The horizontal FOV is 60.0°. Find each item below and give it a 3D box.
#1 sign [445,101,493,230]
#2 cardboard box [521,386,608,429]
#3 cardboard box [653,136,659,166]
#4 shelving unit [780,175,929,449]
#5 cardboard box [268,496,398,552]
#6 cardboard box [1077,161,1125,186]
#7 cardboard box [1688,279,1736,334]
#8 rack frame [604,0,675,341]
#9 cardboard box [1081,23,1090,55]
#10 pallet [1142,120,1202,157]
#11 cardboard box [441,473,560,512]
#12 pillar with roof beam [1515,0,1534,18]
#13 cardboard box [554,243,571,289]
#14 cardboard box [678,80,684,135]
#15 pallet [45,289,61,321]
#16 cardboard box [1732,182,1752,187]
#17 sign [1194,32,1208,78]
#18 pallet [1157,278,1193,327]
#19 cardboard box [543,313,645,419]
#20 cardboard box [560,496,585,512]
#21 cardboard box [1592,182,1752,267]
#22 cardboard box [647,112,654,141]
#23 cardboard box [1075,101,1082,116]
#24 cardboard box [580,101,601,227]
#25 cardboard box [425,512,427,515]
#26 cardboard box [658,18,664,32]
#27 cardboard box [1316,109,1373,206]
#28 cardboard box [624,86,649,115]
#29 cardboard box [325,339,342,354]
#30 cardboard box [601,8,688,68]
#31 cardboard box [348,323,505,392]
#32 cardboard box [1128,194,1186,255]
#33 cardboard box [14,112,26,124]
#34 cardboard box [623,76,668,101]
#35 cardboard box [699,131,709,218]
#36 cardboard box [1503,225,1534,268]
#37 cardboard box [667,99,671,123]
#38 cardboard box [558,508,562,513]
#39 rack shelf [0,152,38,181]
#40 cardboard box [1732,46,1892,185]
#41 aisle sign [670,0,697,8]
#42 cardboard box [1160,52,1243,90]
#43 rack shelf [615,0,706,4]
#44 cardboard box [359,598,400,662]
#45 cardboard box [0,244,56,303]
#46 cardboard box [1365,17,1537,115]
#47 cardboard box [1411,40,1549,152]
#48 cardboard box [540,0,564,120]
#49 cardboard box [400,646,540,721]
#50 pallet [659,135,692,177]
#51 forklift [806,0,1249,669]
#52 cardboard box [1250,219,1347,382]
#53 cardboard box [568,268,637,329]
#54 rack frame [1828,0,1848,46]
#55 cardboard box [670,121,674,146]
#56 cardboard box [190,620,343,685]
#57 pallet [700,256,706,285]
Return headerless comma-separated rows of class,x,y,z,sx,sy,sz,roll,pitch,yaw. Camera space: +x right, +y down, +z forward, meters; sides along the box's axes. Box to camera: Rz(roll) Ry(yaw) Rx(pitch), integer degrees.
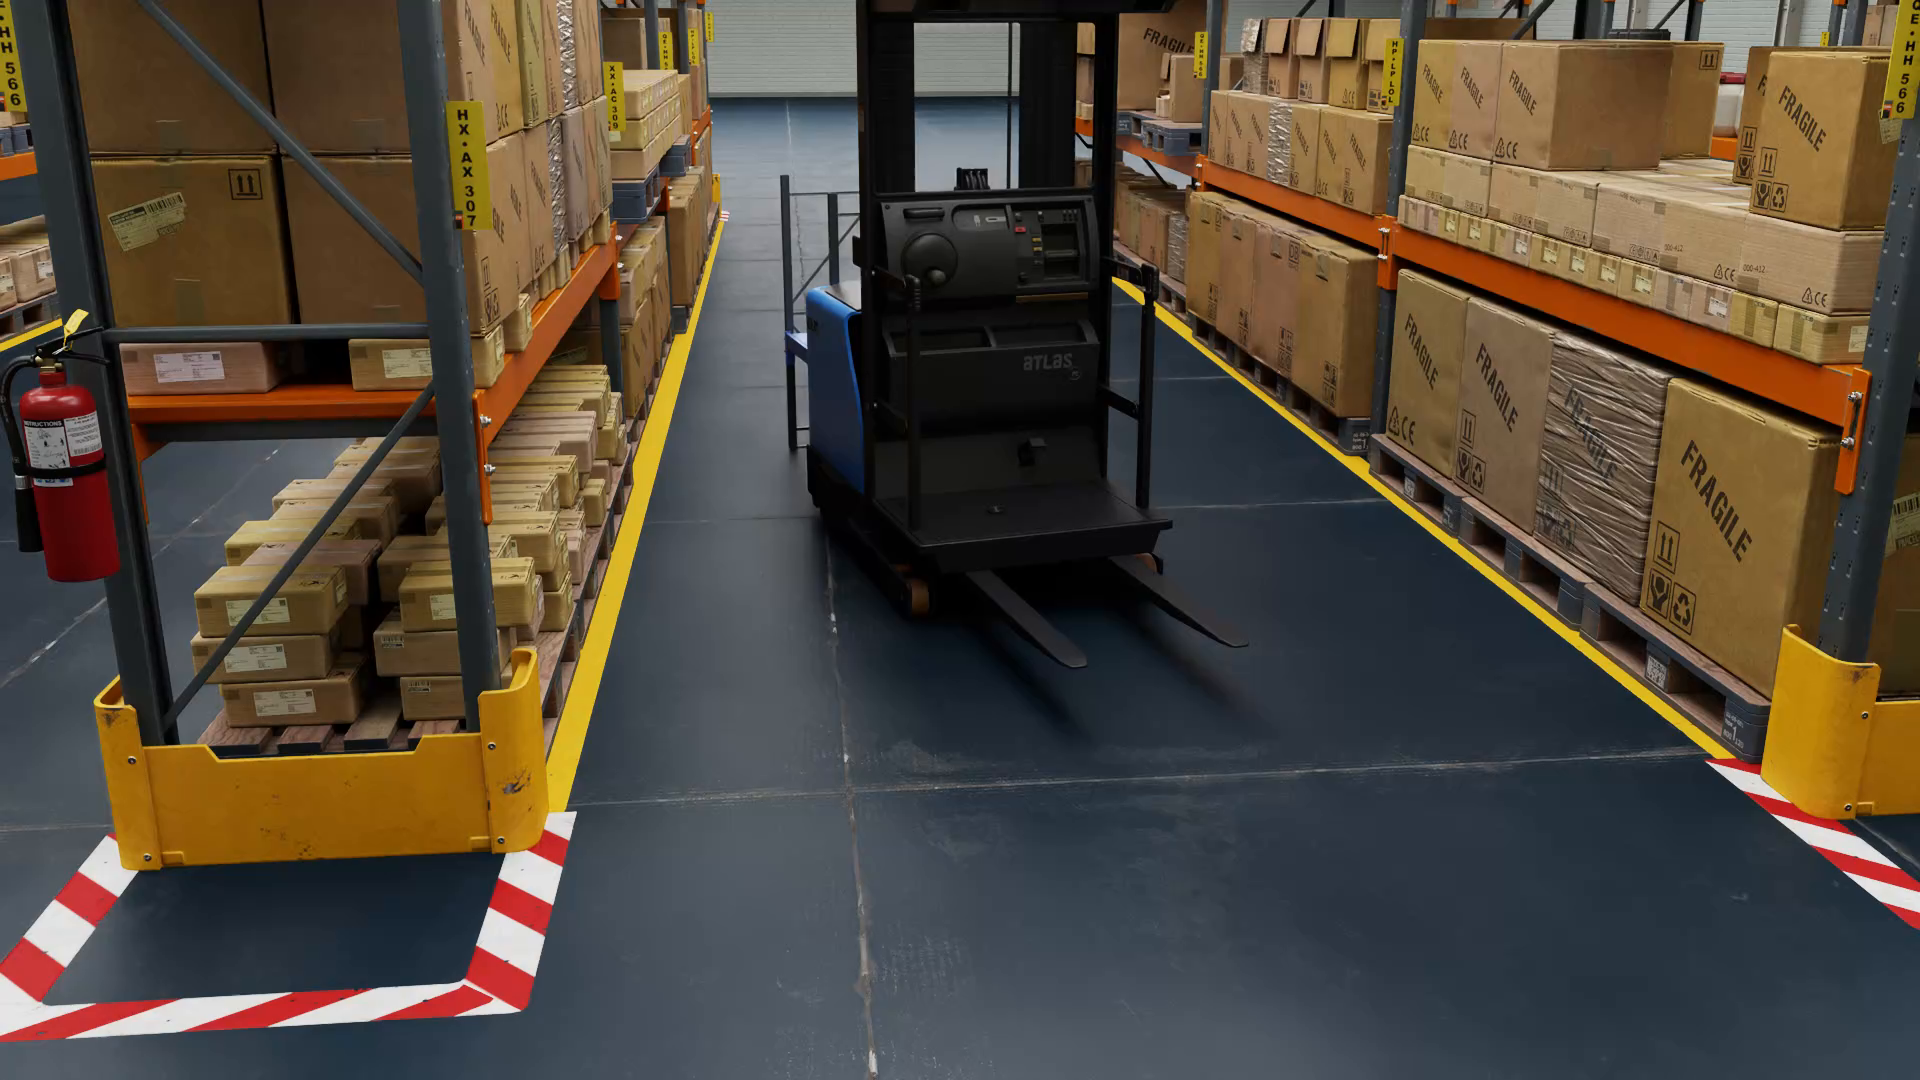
sign,-1.277,-0.971,4.316,0.100,0.325,0.005,-2,18,-6
cardboard box,-1.835,-0.610,7.677,0.380,0.149,0.250,-2,18,-6
cardboard box,-1.893,-2.177,9.320,0.380,0.149,0.250,-2,18,-5
shelving unit,-0.557,-1.111,8.713,0.538,1.500,1.048,-6,18,-18
cardboard box,-2.209,-0.044,5.874,0.380,0.149,0.250,-2,18,-8
cardboard box,1.621,-4.075,19.122,0.500,0.500,0.500,3,18,9
cardboard box,2.710,-0.793,5.613,0.380,0.149,0.250,-2,18,-6
rack frame,-2.642,-2.924,11.984,1.000,3.000,0.127,-2,18,-6
cardboard box,1.517,-5.180,16.837,0.500,0.500,0.500,-2,18,-6
pallet,2.123,-3.165,13.071,1.213,0.211,1.003,-2,18,-6
cardboard box,-1.706,-0.143,6.191,0.380,0.149,0.250,-1,17,-3
pillar with roof beam,10.433,-15.588,42.305,9.100,9.000,0.400,-2,18,-6
cardboard box,-1.734,-1.071,6.501,0.380,0.149,0.250,-1,17,-5
cardboard box,-2.575,-3.564,13.856,0.500,0.500,0.500,-2,18,-6
pallet,-7.757,-2.006,13.716,1.003,0.211,1.213,-2,18,-6
cardboard box,3.238,-1.190,6.214,0.500,0.250,0.500,-2,18,-7
sign,1.764,-3.543,12.152,0.100,0.325,0.005,-2,18,-6
pallet,2.223,-1.950,13.536,1.003,0.211,1.213,-2,18,-6
cardboard box,-2.041,-0.969,9.227,0.500,0.500,0.500,-1,17,-3
cardboard box,-1.783,-0.078,6.977,0.380,0.149,0.250,-1,17,-5
cardboard box,2.709,-1.173,6.160,0.500,0.250,0.500,-2,18,-8
cardboard box,-1.868,-2.241,9.028,0.380,0.149,0.250,-1,17,-4
cardboard box,1.435,-4.622,17.810,0.380,0.149,0.250,-2,18,-6
cardboard box,-1.846,-1.632,7.204,0.500,0.500,0.500,-2,18,-7
cardboard box,-2.340,-0.138,6.671,0.380,0.149,0.250,-2,18,-5
cardboard box,-2.890,-4.189,14.177,0.700,0.500,0.500,-2,18,-5
cardboard box,2.351,-2.182,9.452,0.500,0.500,0.500,-1,17,-4
cardboard box,-1.847,-2.311,8.757,0.380,0.149,0.250,-1,17,-4
cardboard box,-2.160,-0.659,5.187,0.380,0.149,0.250,-2,18,-6
cardboard box,-3.058,-4.814,15.949,0.875,0.550,0.550,-2,18,-6
cardboard box,-1.524,-0.528,4.769,0.380,0.149,0.250,-2,18,-6
cardboard box,1.962,-2.930,15.441,0.700,0.500,0.500,-2,18,-6
cardboard box,-7.560,-3.328,12.987,0.380,0.149,0.250,-1,17,-3
cardboard box,-2.004,-2.771,10.222,0.380,0.149,0.250,-1,17,-3
cardboard box,-3.238,-4.032,18.359,0.875,0.875,0.875,-2,18,-7
cardboard box,2.549,-1.251,7.074,0.380,0.149,0.250,-2,17,-5
cardboard box,-2.030,-2.707,10.514,0.380,0.149,0.250,-2,18,-6
cardboard box,-1.828,-0.157,6.730,0.380,0.149,0.250,-1,17,-3
rack shelf,-7.761,-2.994,13.407,1.077,0.370,4.000,-2,18,-6
cardboard box,3.236,-1.547,6.097,0.500,0.500,0.500,-2,18,-7
aisle sign,-3.176,-6.579,19.283,0.394,0.787,0.004,-2,18,-6
cardboard box,2.161,-3.975,14.458,0.797,0.503,0.637,0,17,0
rack shelf,-3.260,-5.800,17.336,1.077,0.370,4.000,-2,18,-6
cardboard box,-2.147,0.314,5.728,0.380,0.149,0.250,-2,18,-6
cardboard box,-7.687,-2.076,12.968,0.950,0.372,0.625,-2,18,-7
cardboard box,2.641,-2.572,9.020,0.797,0.503,0.637,-2,18,-7
cardboard box,2.510,-2.133,7.966,0.500,0.500,0.500,-2,18,-6
cardboard box,-1.745,-1.807,6.092,0.500,0.500,0.500,-2,18,-7
cardboard box,-1.552,0.453,5.285,0.380,0.149,0.250,-1,17,-5
pallet,-2.462,-2.624,11.347,1.213,0.211,1.003,-2,18,-6
forklift,0.203,-1.220,6.668,1.130,2.935,3.031,-6,18,-18
cardboard box,2.536,-1.499,10.289,1.225,0.875,0.875,-2,18,-8
cardboard box,-2.042,-1.326,9.114,0.500,0.250,0.500,-3,18,-8
rack frame,11.331,-5.736,20.939,1.000,3.000,0.127,-2,18,-6
cardboard box,-2.061,-2.647,10.819,0.380,0.149,0.250,-2,18,-6
cardboard box,-2.155,0.329,5.184,0.380,0.149,0.250,-2,18,-7
pallet,-2.900,-2.558,15.473,1.003,0.211,1.213,-2,18,-6
